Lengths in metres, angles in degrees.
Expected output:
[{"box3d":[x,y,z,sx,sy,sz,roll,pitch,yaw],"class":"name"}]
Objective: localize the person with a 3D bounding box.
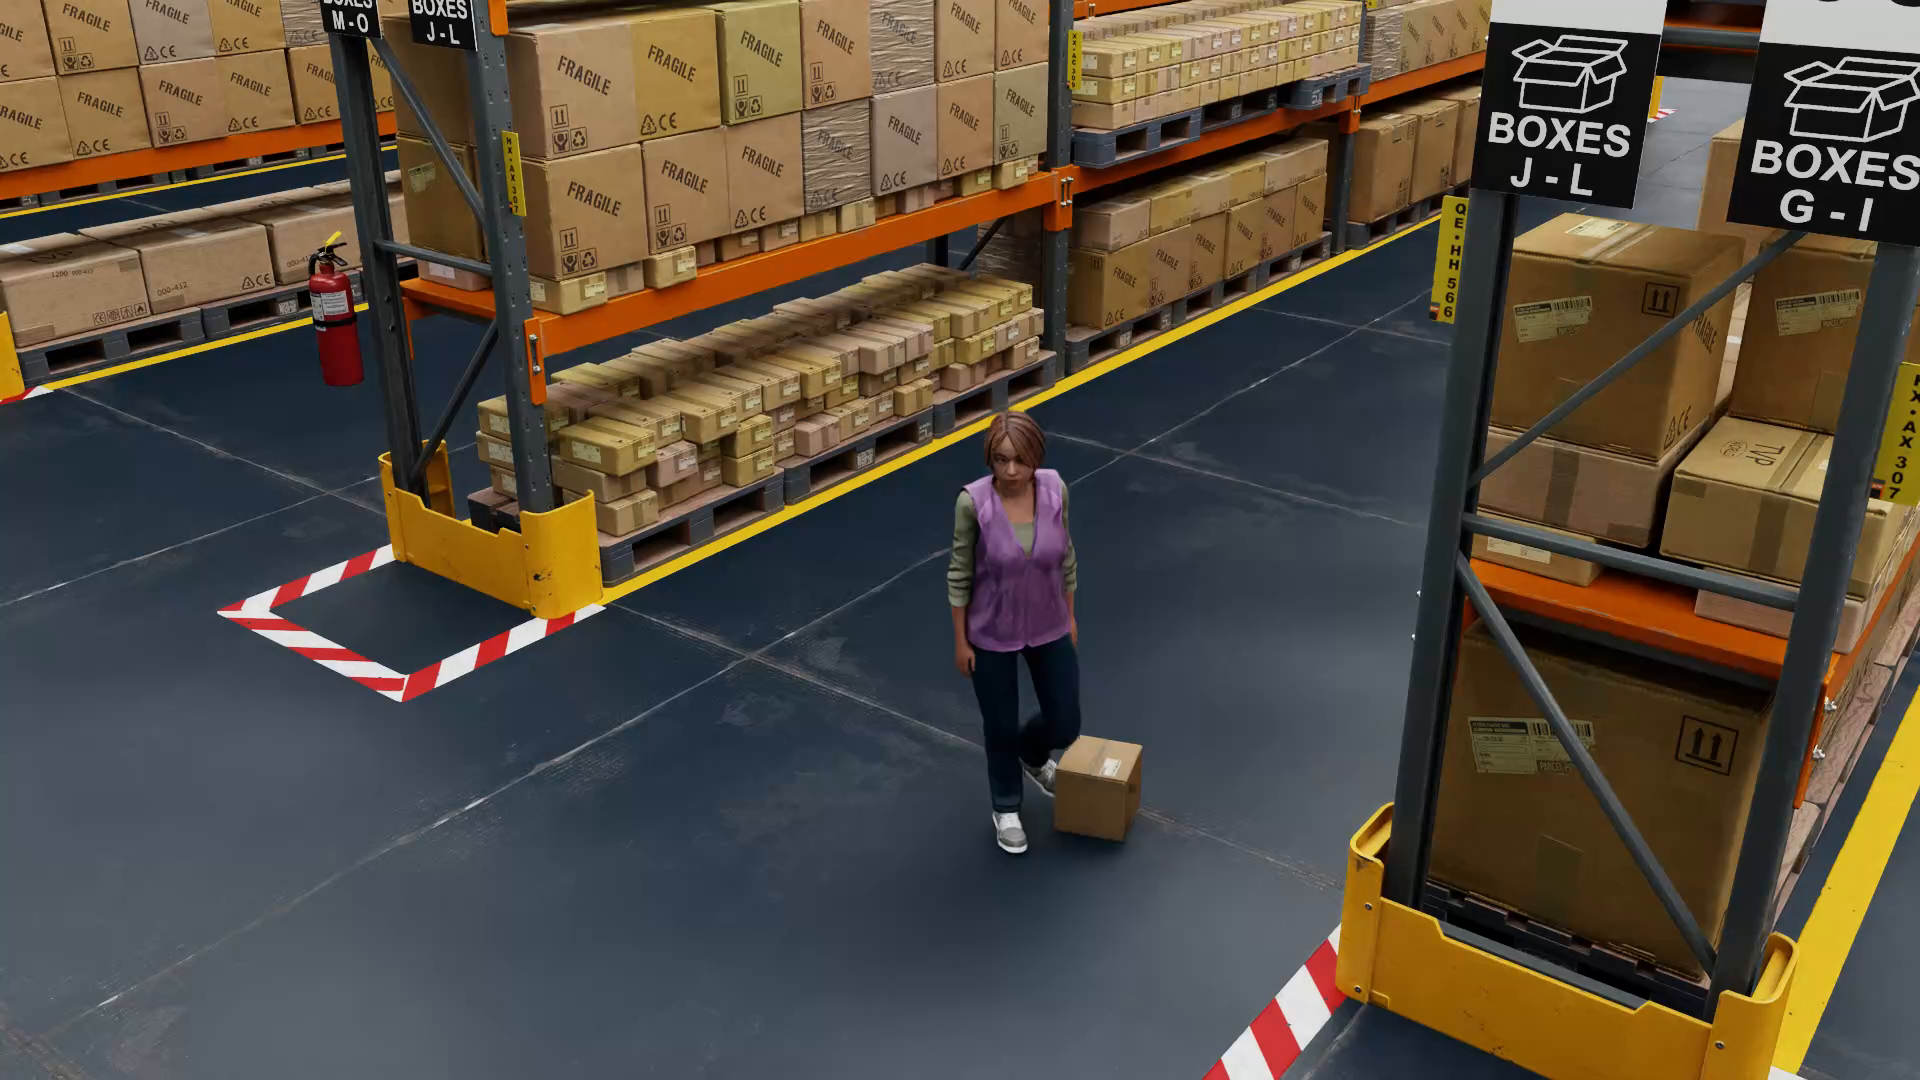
[{"box3d":[0.178,0.290,5.439,0.468,1.589,0.463,-5,24,-11],"class":"person"}]
